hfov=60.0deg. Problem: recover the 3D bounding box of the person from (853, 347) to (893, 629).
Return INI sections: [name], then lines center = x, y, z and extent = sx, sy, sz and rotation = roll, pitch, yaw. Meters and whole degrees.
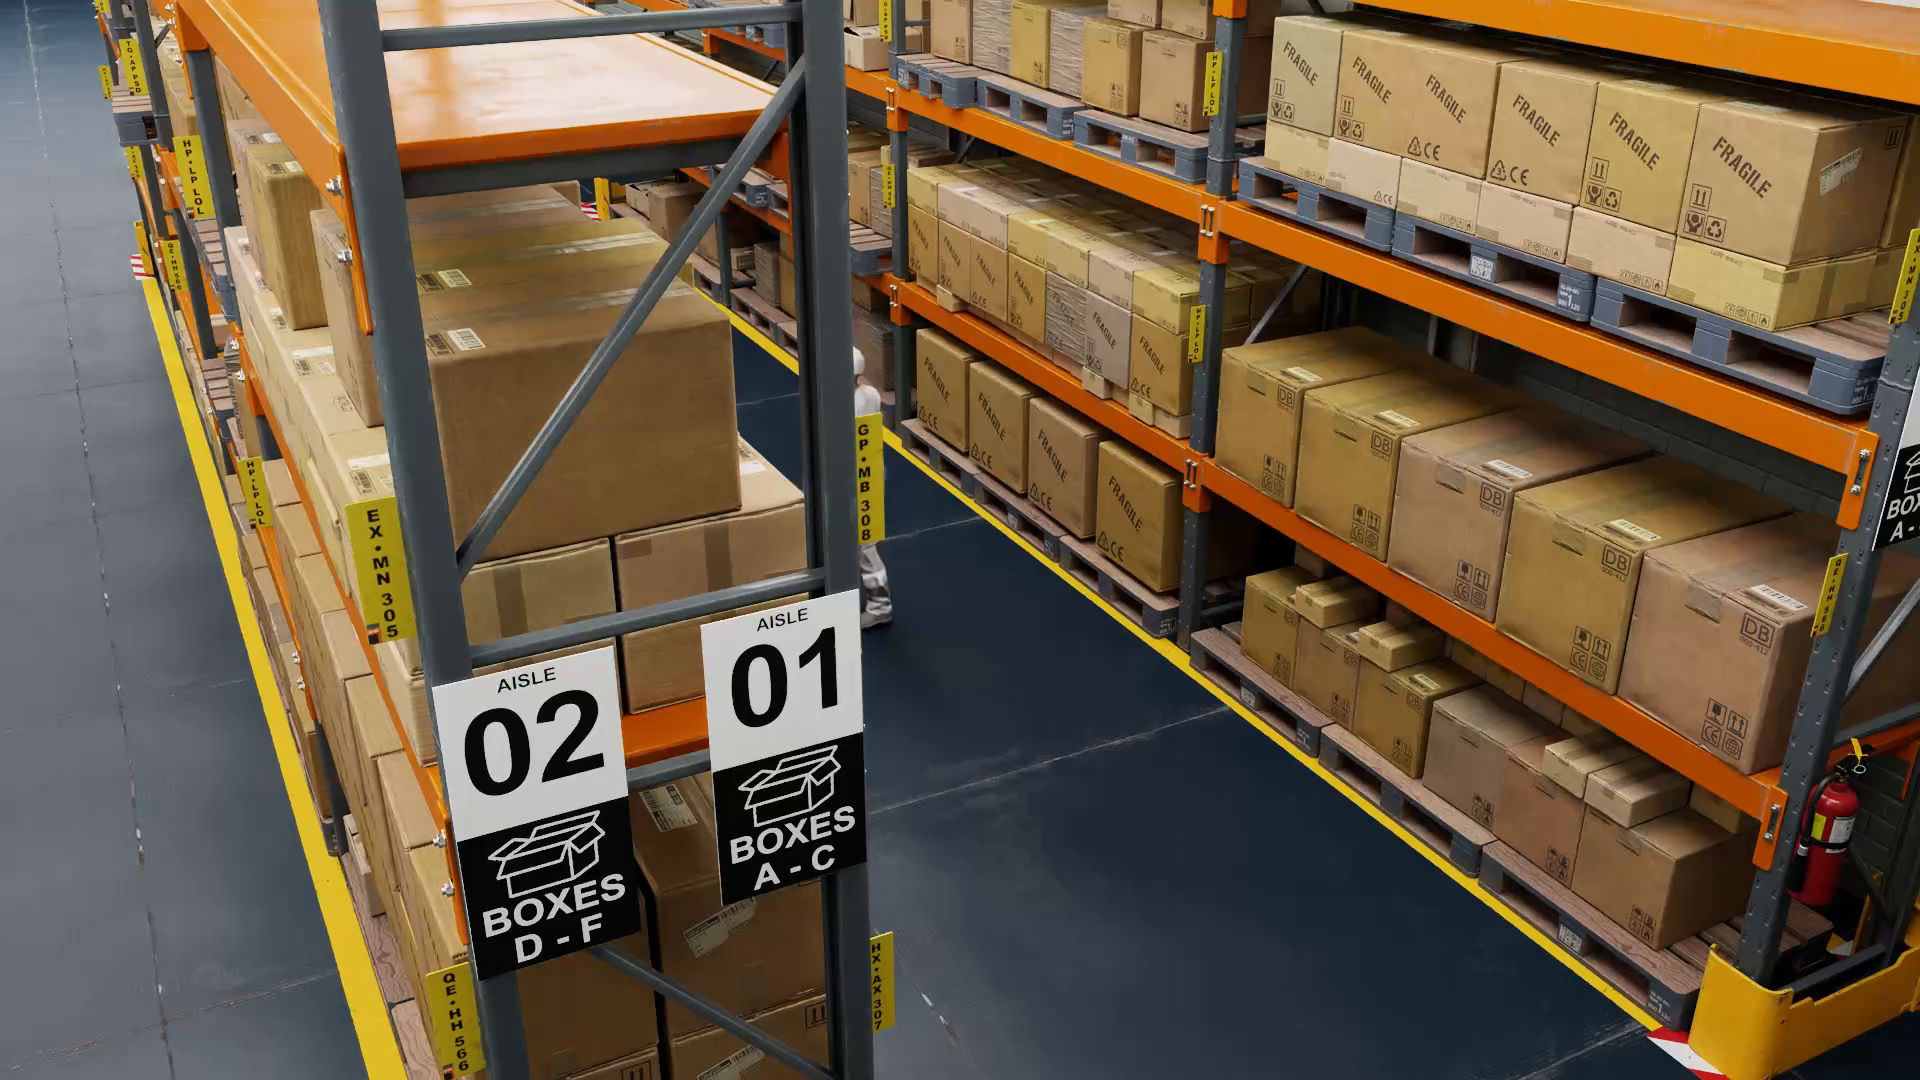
[person]
center = -0.672, -0.364, 10.353
extent = 0.636, 1.790, 0.680
rotation = 11, 28, 22
